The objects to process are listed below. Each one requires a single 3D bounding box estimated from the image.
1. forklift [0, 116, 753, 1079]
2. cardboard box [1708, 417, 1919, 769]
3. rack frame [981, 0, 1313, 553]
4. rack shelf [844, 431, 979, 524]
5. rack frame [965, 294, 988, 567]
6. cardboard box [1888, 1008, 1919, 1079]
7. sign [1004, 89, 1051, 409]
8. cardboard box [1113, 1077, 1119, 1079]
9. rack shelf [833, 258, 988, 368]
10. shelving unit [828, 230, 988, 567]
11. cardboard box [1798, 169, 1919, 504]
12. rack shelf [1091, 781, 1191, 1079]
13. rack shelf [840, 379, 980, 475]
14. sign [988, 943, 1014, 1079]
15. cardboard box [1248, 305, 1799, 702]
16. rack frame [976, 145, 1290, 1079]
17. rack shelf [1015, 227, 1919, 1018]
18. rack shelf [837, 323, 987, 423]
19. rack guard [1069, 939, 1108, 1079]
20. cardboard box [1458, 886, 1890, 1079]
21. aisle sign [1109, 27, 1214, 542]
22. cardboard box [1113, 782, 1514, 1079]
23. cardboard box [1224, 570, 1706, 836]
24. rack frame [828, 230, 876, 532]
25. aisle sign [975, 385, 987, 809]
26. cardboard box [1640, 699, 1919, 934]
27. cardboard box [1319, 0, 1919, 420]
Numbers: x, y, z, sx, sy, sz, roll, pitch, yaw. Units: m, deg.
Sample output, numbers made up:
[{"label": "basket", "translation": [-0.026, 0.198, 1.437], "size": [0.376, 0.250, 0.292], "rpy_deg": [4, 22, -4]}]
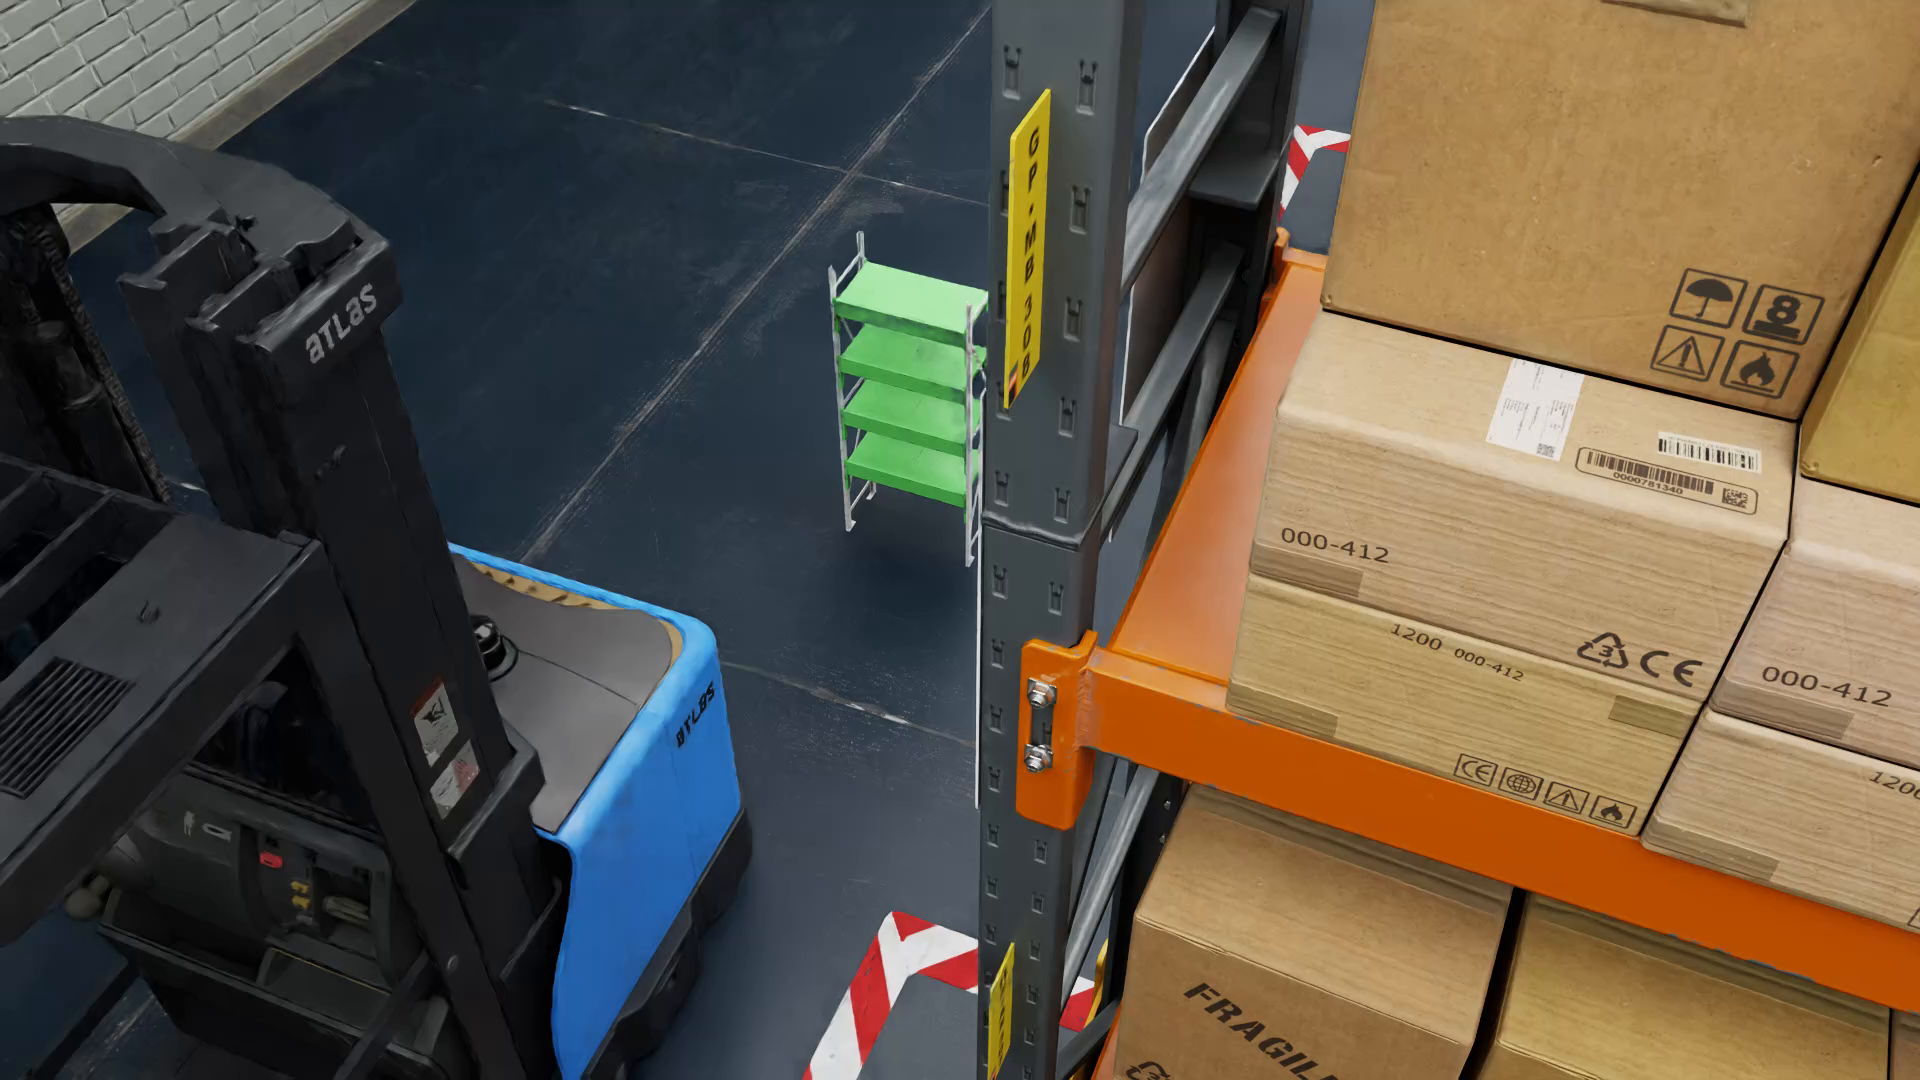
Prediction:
[{"label": "forklift", "translation": [-1.659, 0.790, 3.378], "size": [1.130, 2.935, 3.031], "rpy_deg": [16, 47, 15]}, {"label": "cardboard box", "translation": [1.109, -0.002, 1.751], "size": [0.500, 0.250, 0.500], "rpy_deg": [16, 47, 16]}, {"label": "rack frame", "translation": [0.276, -1.391, 1.268], "size": [0.127, 3.000, 1.000], "rpy_deg": [16, 47, 16]}, {"label": "rack shelf", "translation": [-0.153, -0.255, 6.086], "size": [0.480, 0.148, 0.258], "rpy_deg": [16, 47, 16]}, {"label": "rack frame", "translation": [0.072, -0.404, 5.805], "size": [0.015, 1.200, 0.240], "rpy_deg": [16, 47, 16]}, {"label": "cardboard box", "translation": [1.529, 0.914, 2.425], "size": [0.500, 0.500, 0.500], "rpy_deg": [17, 47, 16]}, {"label": "sign", "translation": [0.067, -0.284, 1.662], "size": [0.005, 0.325, 0.100], "rpy_deg": [16, 47, 16]}, {"label": "cardboard box", "translation": [0.584, 0.993, 3.055], "size": [0.500, 0.500, 0.500], "rpy_deg": [17, 47, 17]}, {"label": "rack shelf", "translation": [-0.153, -0.765, 5.579], "size": [0.480, 0.148, 0.258], "rpy_deg": [16, 47, 16]}, {"label": "shelving unit", "translation": [-0.153, -0.470, 5.872], "size": [0.503, 1.200, 0.258], "rpy_deg": [16, 47, 16]}, {"label": "cardboard box", "translation": [1.185, -0.398, 1.616], "size": [0.500, 0.500, 0.700], "rpy_deg": [16, 47, 16]}, {"label": "rack shelf", "translation": [2.122, 1.534, 3.092], "size": [4.000, 0.370, 1.077], "rpy_deg": [16, 47, 16]}, {"label": "rack shelf", "translation": [-0.153, -0.425, 5.917], "size": [0.480, 0.148, 0.258], "rpy_deg": [16, 47, 16]}, {"label": "sign", "translation": [0.067, 0.782, 2.723], "size": [0.005, 0.325, 0.100], "rpy_deg": [16, 47, 16]}, {"label": "cardboard box", "translation": [0.650, -0.143, 1.892], "size": [0.500, 0.250, 0.500], "rpy_deg": [16, 47, 16]}, {"label": "rack frame", "translation": [0.276, 0.736, 3.384], "size": [0.127, 3.000, 1.000], "rpy_deg": [16, 47, 16]}, {"label": "rack shelf", "translation": [2.122, 0.471, 2.034], "size": [4.000, 0.370, 1.077], "rpy_deg": [16, 47, 16]}, {"label": "rack shelf", "translation": [-0.153, -0.595, 5.748], "size": [0.480, 0.148, 0.258], "rpy_deg": [16, 47, 16]}, {"label": "rack guard", "translation": [0.346, 1.643, 4.245], "size": [0.348, 0.500, 1.175], "rpy_deg": [16, 47, 16]}, {"label": "cardboard box", "translation": [1.070, 0.775, 2.564], "size": [0.500, 0.500, 0.500], "rpy_deg": [17, 47, 16]}, {"label": "aisle sign", "translation": [0.331, -0.404, 2.686], "size": [0.004, 0.787, 0.394], "rpy_deg": [16, 47, 16]}, {"label": "cardboard box", "translation": [0.584, 0.638, 2.702], "size": [0.500, 0.500, 0.500], "rpy_deg": [18, 48, 17]}, {"label": "cardboard box", "translation": [0.652, 0.031, 2.072], "size": [0.500, 0.250, 0.500], "rpy_deg": [16, 47, 16]}, {"label": "rack frame", "translation": [-0.378, -0.537, 5.939], "size": [0.015, 1.200, 0.240], "rpy_deg": [16, 47, 16]}, {"label": "aisle sign", "translation": [0.100, -0.013, 2.293], "size": [0.004, 0.787, 0.394], "rpy_deg": [16, 47, 16]}, {"label": "cardboard box", "translation": [1.109, 0.175, 1.927], "size": [0.500, 0.250, 0.500], "rpy_deg": [16, 47, 16]}, {"label": "cardboard box", "translation": [0.757, -0.588, 1.808], "size": [0.500, 0.500, 0.700], "rpy_deg": [16, 47, 16]}]
